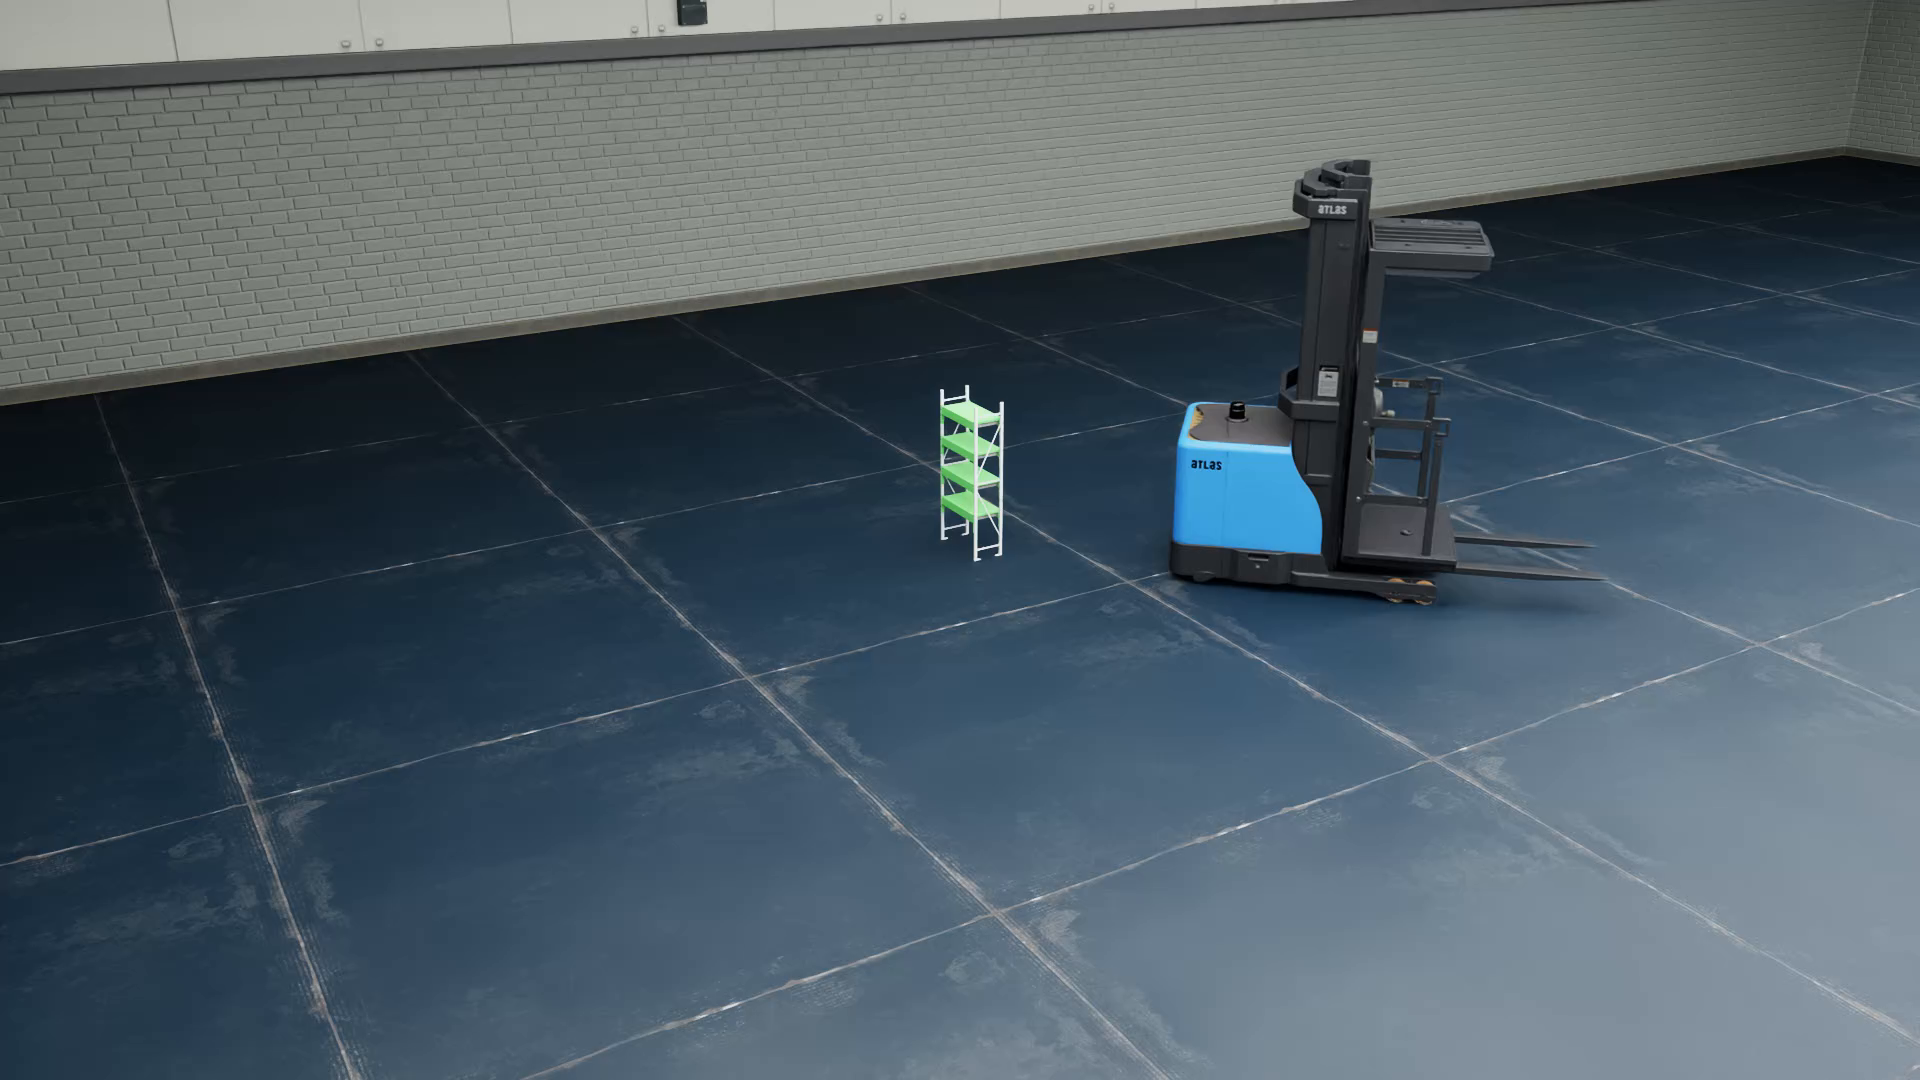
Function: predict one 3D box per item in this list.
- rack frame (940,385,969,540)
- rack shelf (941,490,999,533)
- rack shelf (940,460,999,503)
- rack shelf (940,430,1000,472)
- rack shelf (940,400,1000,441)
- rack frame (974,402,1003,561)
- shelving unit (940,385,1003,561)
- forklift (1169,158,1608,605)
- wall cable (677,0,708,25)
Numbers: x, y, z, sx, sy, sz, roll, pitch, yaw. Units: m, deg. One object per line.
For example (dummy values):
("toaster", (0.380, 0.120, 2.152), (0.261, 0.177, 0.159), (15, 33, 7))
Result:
("rack frame", (-0.040, -0.581, 12.648), (0.240, 1.200, 0.015), (-13, 25, -28))
("rack shelf", (0.085, -0.221, 12.568), (0.258, 0.148, 0.480), (-13, 25, -28))
("rack shelf", (0.085, -0.443, 12.478), (0.258, 0.148, 0.480), (-13, 25, -28))
("rack shelf", (0.085, -0.665, 12.387), (0.258, 0.148, 0.480), (-13, 25, -28))
("rack shelf", (0.085, -0.888, 12.297), (0.258, 0.148, 0.480), (-13, 25, -28))
("rack frame", (0.209, -0.423, 12.259), (0.240, 1.200, 0.015), (-13, 25, -28))
("shelving unit", (0.085, -0.502, 12.454), (0.258, 1.200, 0.503), (-13, 25, -28))
("forklift", (3.093, -1.122, 11.679), (3.031, 2.935, 1.130), (5, 23, 11))
("wall cable", (-2.056, -8.617, 17.545), (2.305, 6.003, 0.169), (-13, 25, -28))
